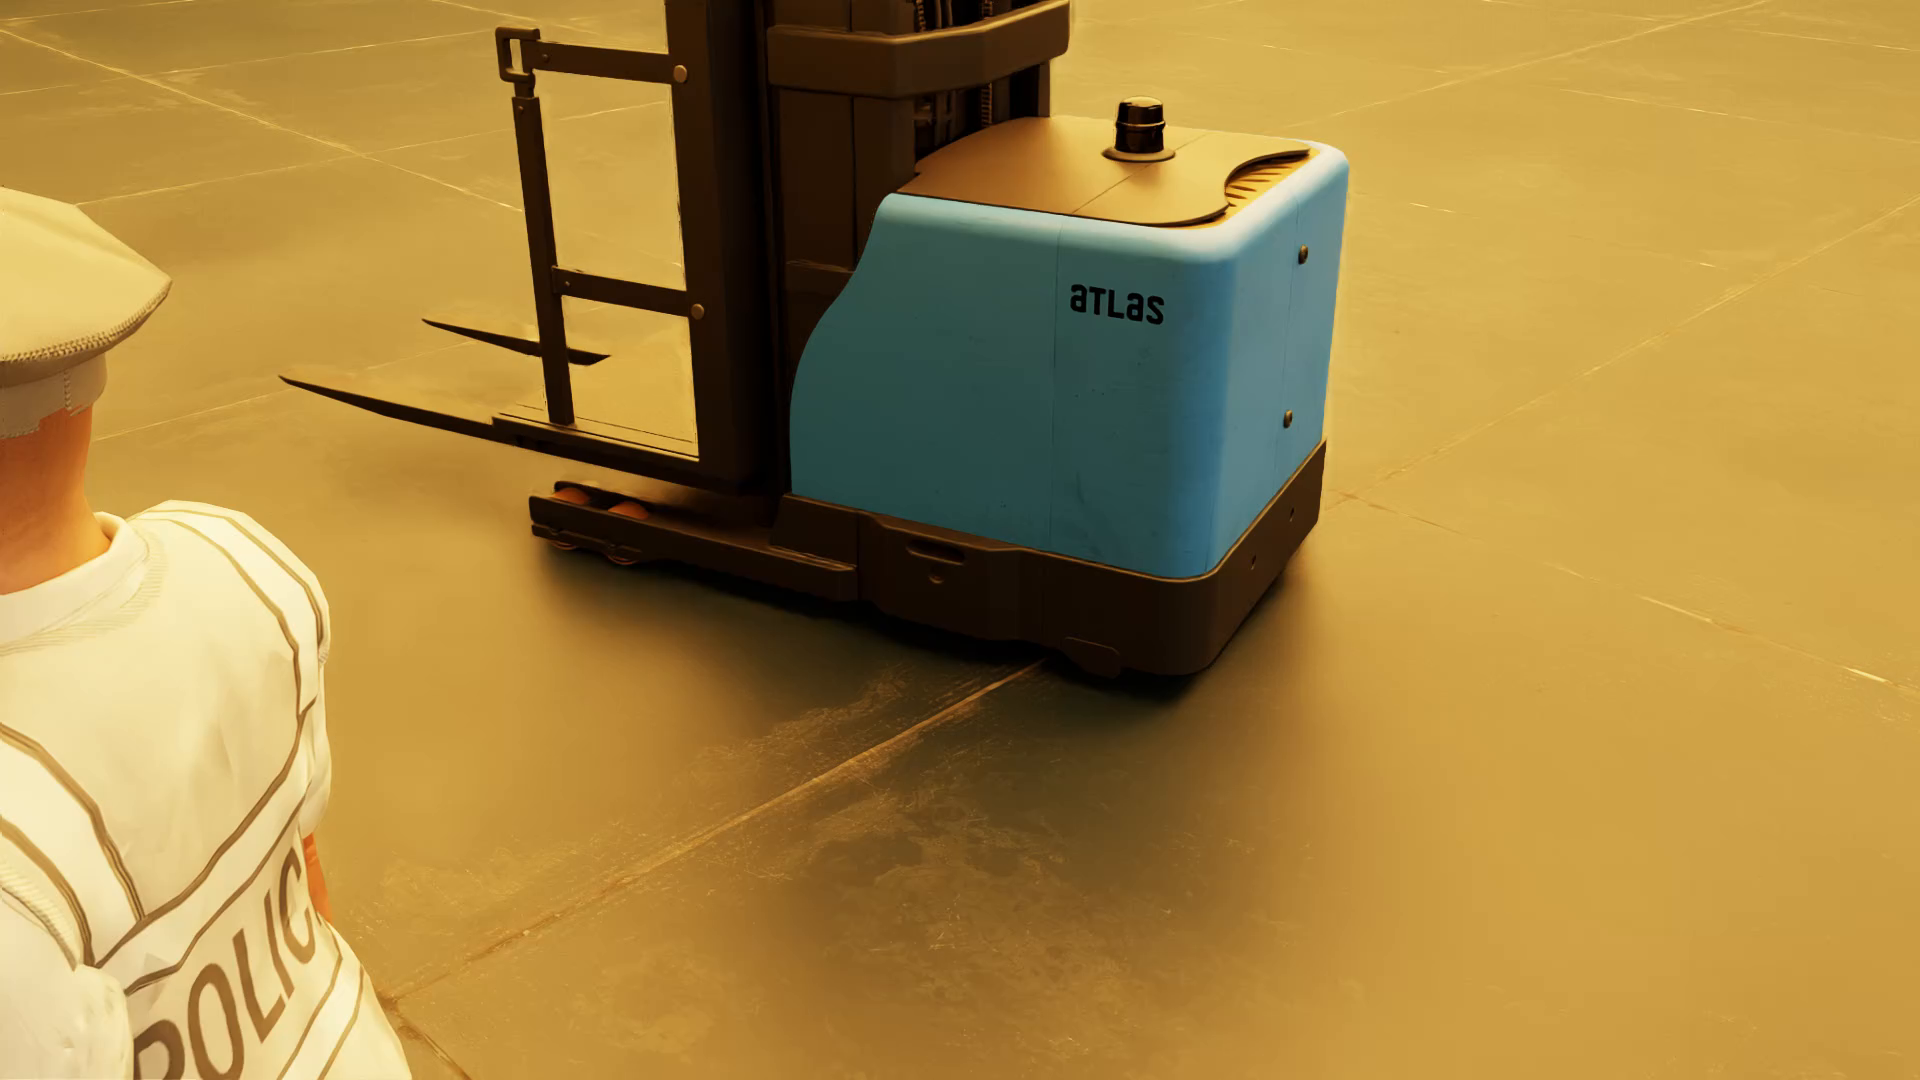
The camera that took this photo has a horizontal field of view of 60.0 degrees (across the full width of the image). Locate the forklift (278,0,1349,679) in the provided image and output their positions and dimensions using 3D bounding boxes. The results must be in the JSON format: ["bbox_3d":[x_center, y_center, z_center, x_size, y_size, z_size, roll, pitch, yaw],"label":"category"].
[{"bbox_3d":[-0.579,-1.440,4.150,3.031,2.935,1.130,13,29,24],"label":"forklift"}]

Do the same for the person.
[{"bbox_3d":[-0.658,0.577,1.356,0.396,1.774,0.523,1,26,2],"label":"person"}]
